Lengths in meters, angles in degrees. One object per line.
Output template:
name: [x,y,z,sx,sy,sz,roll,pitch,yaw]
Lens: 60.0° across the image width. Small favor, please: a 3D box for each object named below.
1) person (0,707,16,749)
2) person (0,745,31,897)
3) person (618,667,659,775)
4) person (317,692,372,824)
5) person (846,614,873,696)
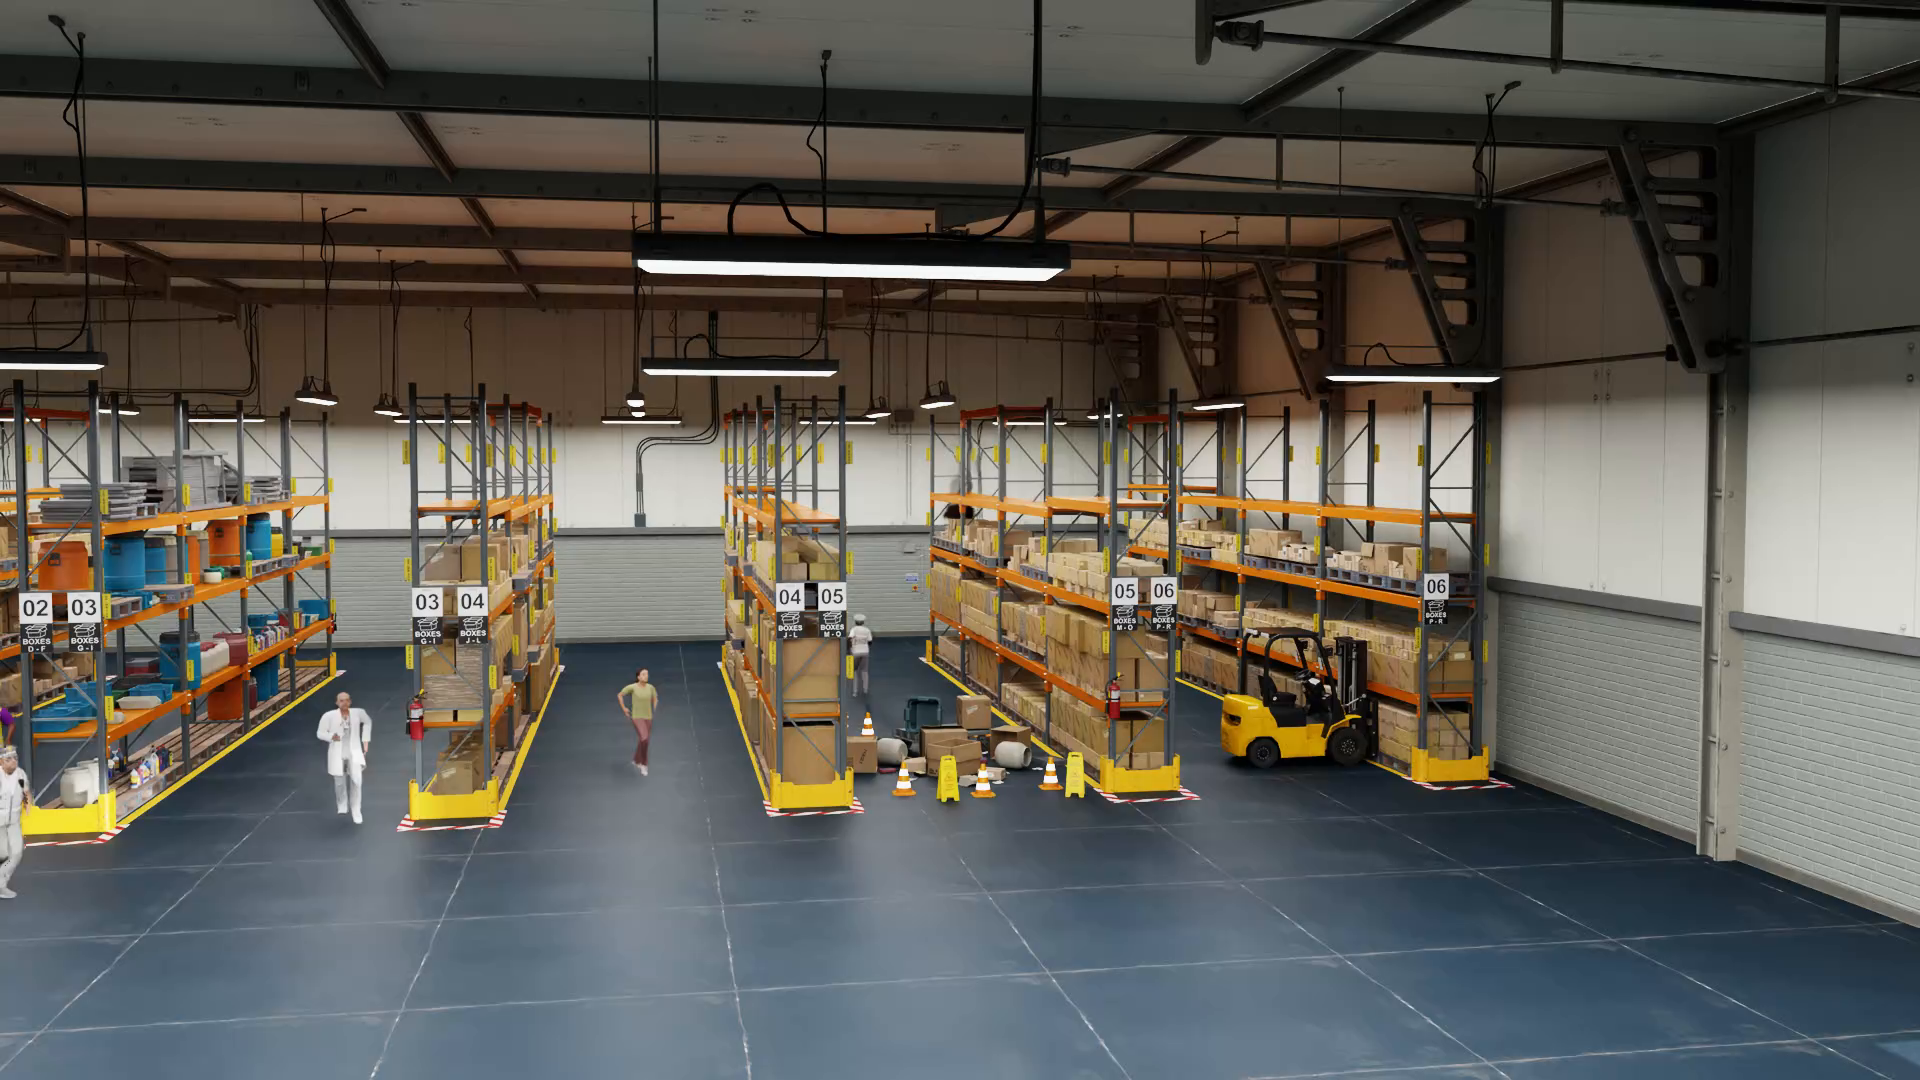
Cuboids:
person: [-13.705,2.946,23.357,0.697,1.724,0.566,-1,3,-18]
person: [-10.931,3.197,18.940,0.708,1.740,0.701,2,3,27]
person: [-5.042,2.853,26.300,0.580,1.687,0.699,-2,4,-39]
person: [-8.441,2.942,22.831,0.719,1.737,0.895,-1,3,-23]
person: [-2.084,2.426,34.451,0.590,1.770,0.758,-1,3,-13]
